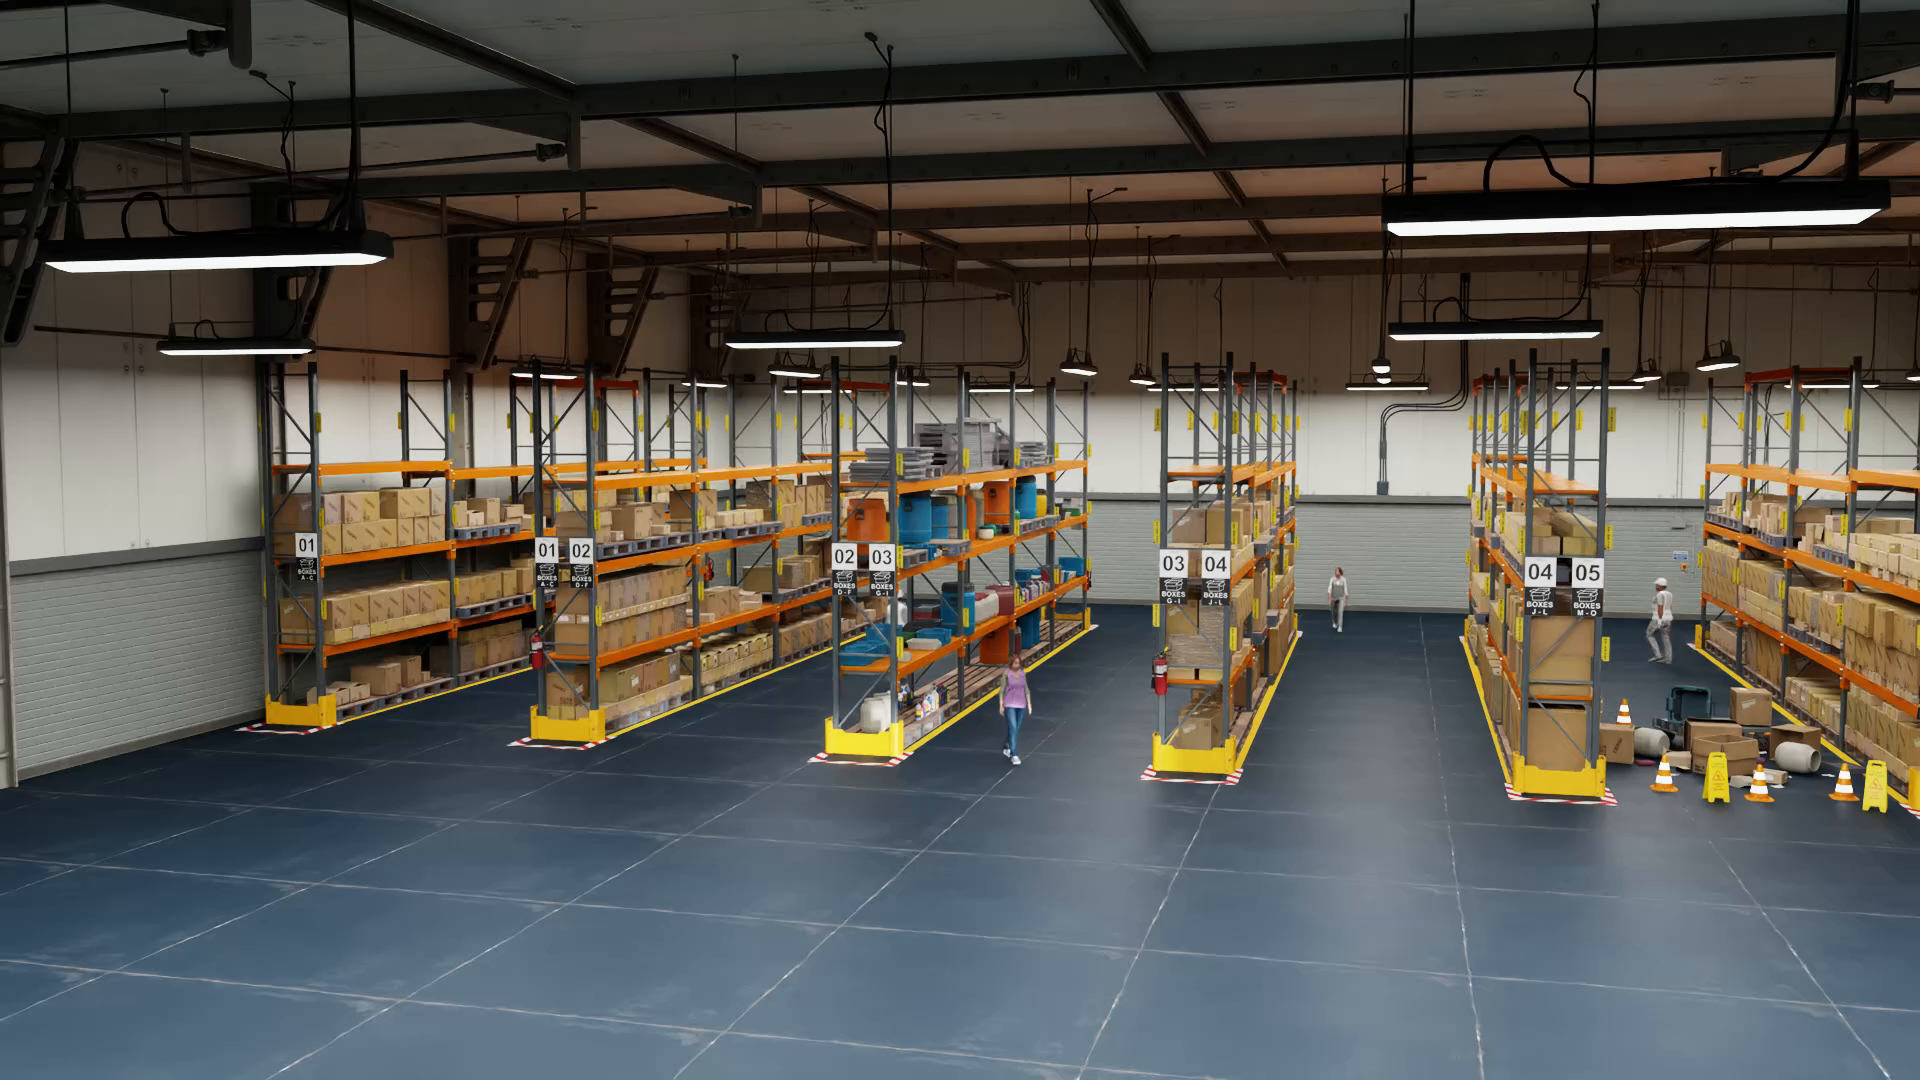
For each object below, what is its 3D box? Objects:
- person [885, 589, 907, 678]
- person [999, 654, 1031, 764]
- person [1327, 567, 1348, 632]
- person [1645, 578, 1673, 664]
[{"bbox_3d":[-1.227,1.839,32.472,0.571,1.771,0.514,3,5,35],"label":"person"},{"bbox_3d":[0.818,2.482,24.595,0.451,1.552,0.807,-2,5,-31],"label":"person"},{"bbox_3d":[9.066,1.411,39.921,0.479,1.536,0.994,1,4,13],"label":"person"},{"bbox_3d":[14.587,1.670,34.511,0.548,1.760,0.515,-2,4,-23],"label":"person"}]
